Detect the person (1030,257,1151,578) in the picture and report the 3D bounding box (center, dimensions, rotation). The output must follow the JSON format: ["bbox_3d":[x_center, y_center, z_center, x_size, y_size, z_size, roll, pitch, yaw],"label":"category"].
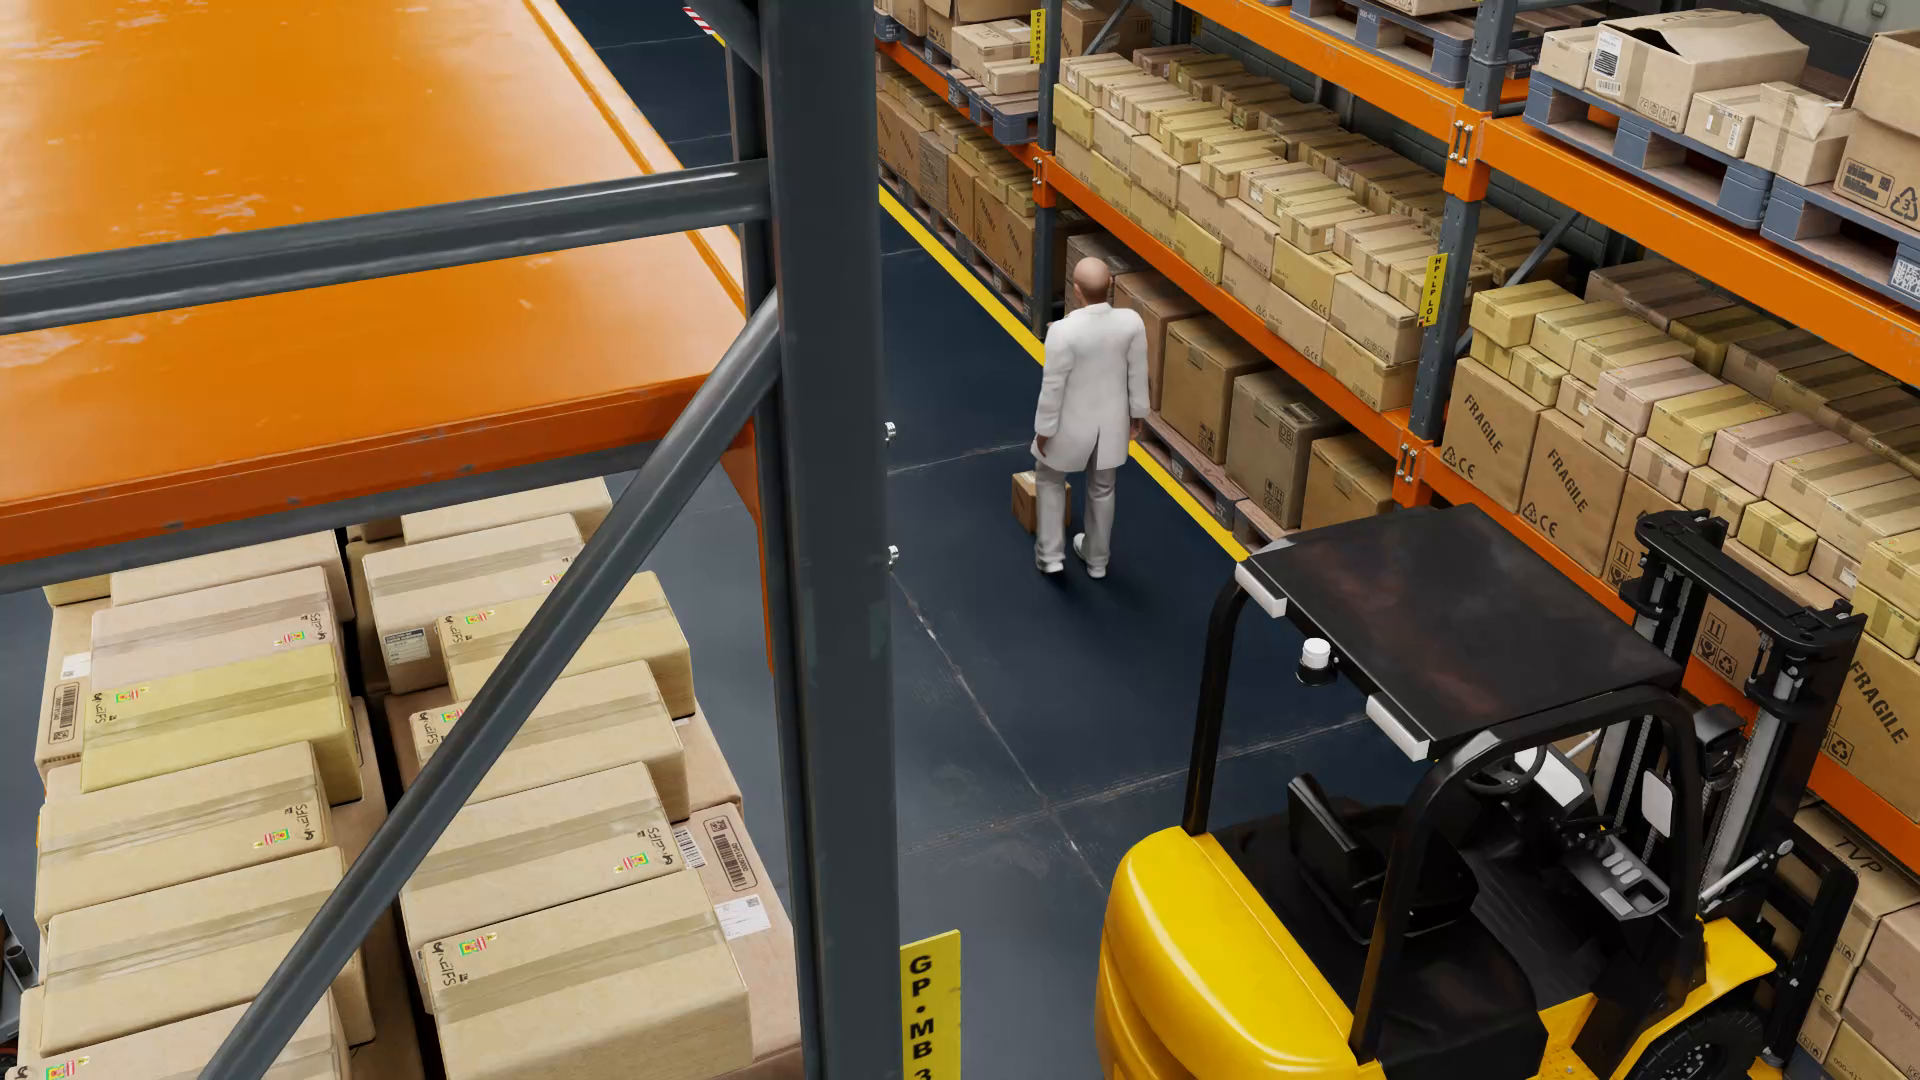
[{"bbox_3d":[0.655,-0.601,8.506,0.634,1.839,0.387,-9,34,-14],"label":"person"}]
